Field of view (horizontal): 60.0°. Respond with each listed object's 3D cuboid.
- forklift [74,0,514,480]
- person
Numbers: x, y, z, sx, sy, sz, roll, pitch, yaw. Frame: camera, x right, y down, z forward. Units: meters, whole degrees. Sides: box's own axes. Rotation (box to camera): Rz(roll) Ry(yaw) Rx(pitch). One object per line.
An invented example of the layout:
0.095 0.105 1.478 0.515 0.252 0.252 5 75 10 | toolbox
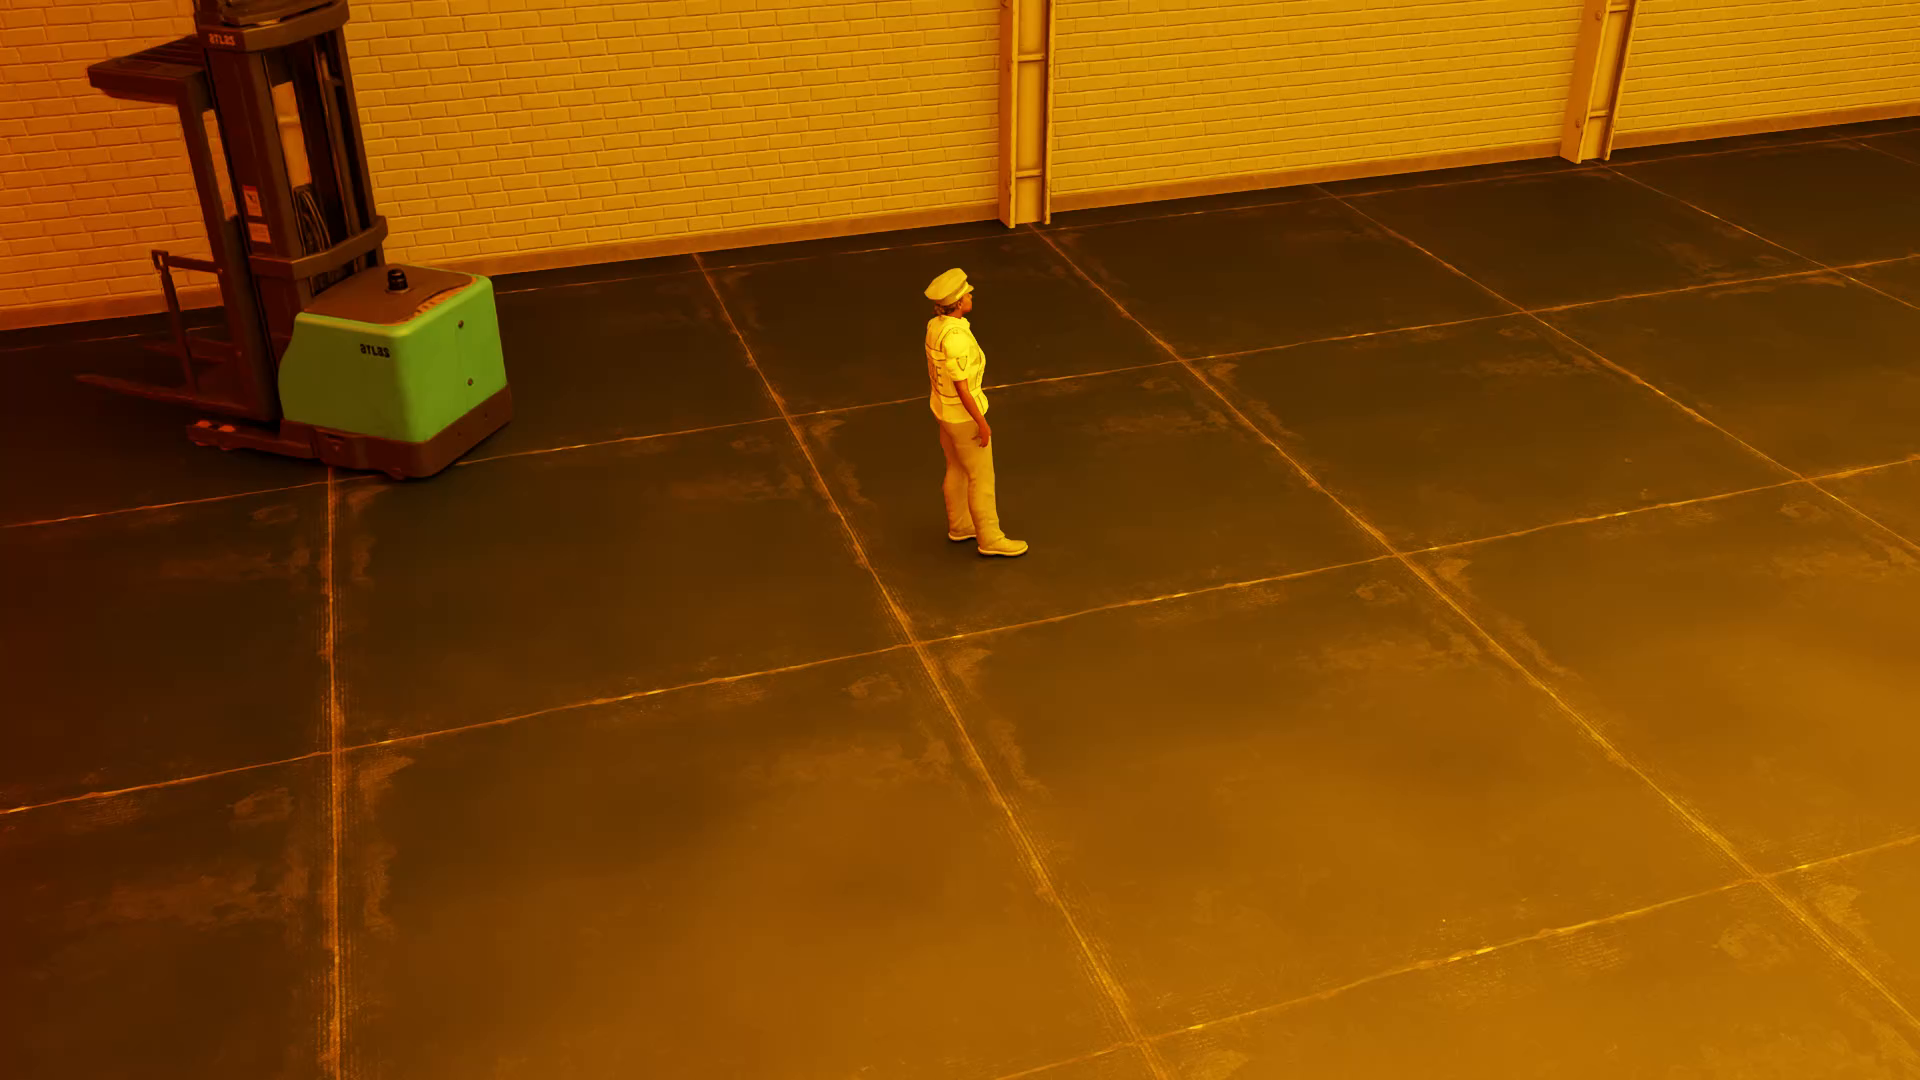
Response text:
-4.616 -2.097 10.732 3.031 2.935 1.130 10 32 18 | forklift
0.078 -0.743 9.605 0.528 1.694 0.570 -10 31 -16 | person
